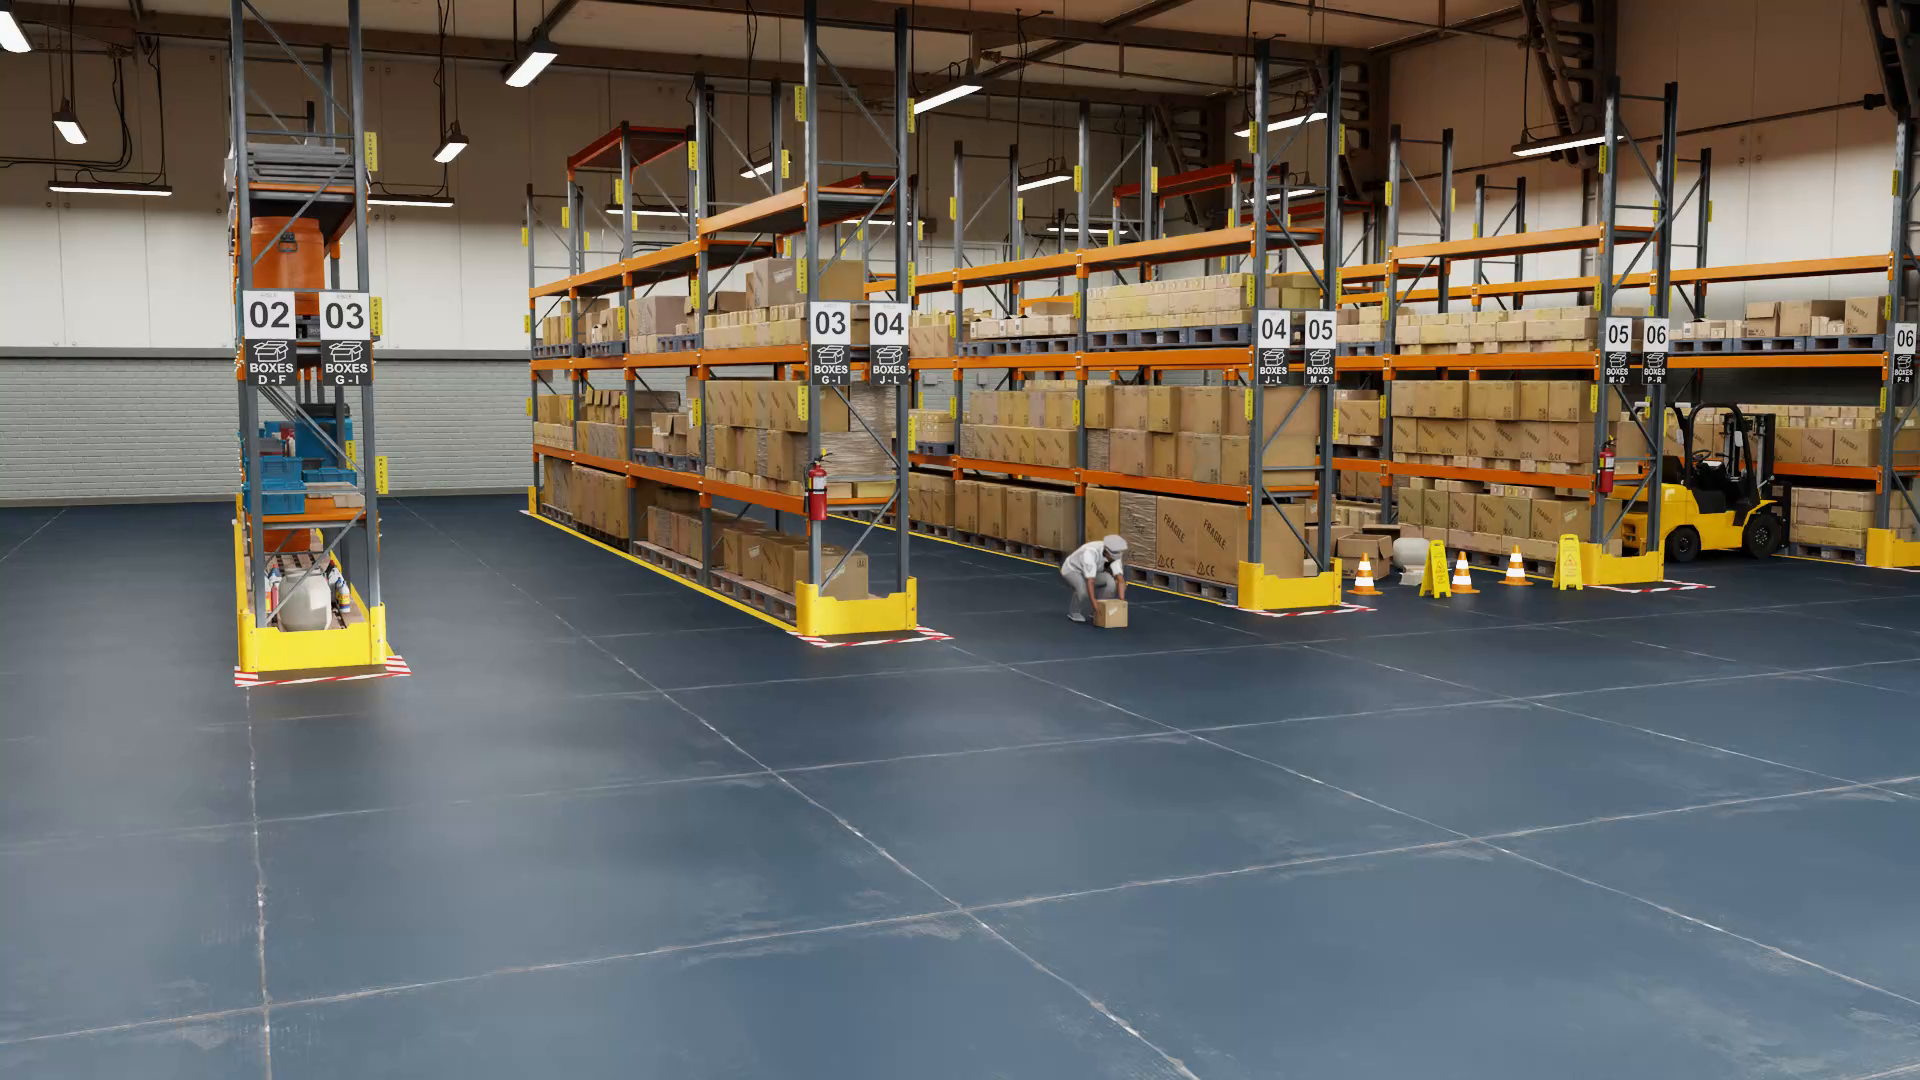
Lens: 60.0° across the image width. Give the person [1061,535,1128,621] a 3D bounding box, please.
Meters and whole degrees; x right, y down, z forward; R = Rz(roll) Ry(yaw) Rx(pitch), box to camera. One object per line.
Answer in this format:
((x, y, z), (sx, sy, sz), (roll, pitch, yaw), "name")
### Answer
((1.384, 0.381, 17.001), (0.481, 0.914, 0.864), (-2, 6, -24), "person")
